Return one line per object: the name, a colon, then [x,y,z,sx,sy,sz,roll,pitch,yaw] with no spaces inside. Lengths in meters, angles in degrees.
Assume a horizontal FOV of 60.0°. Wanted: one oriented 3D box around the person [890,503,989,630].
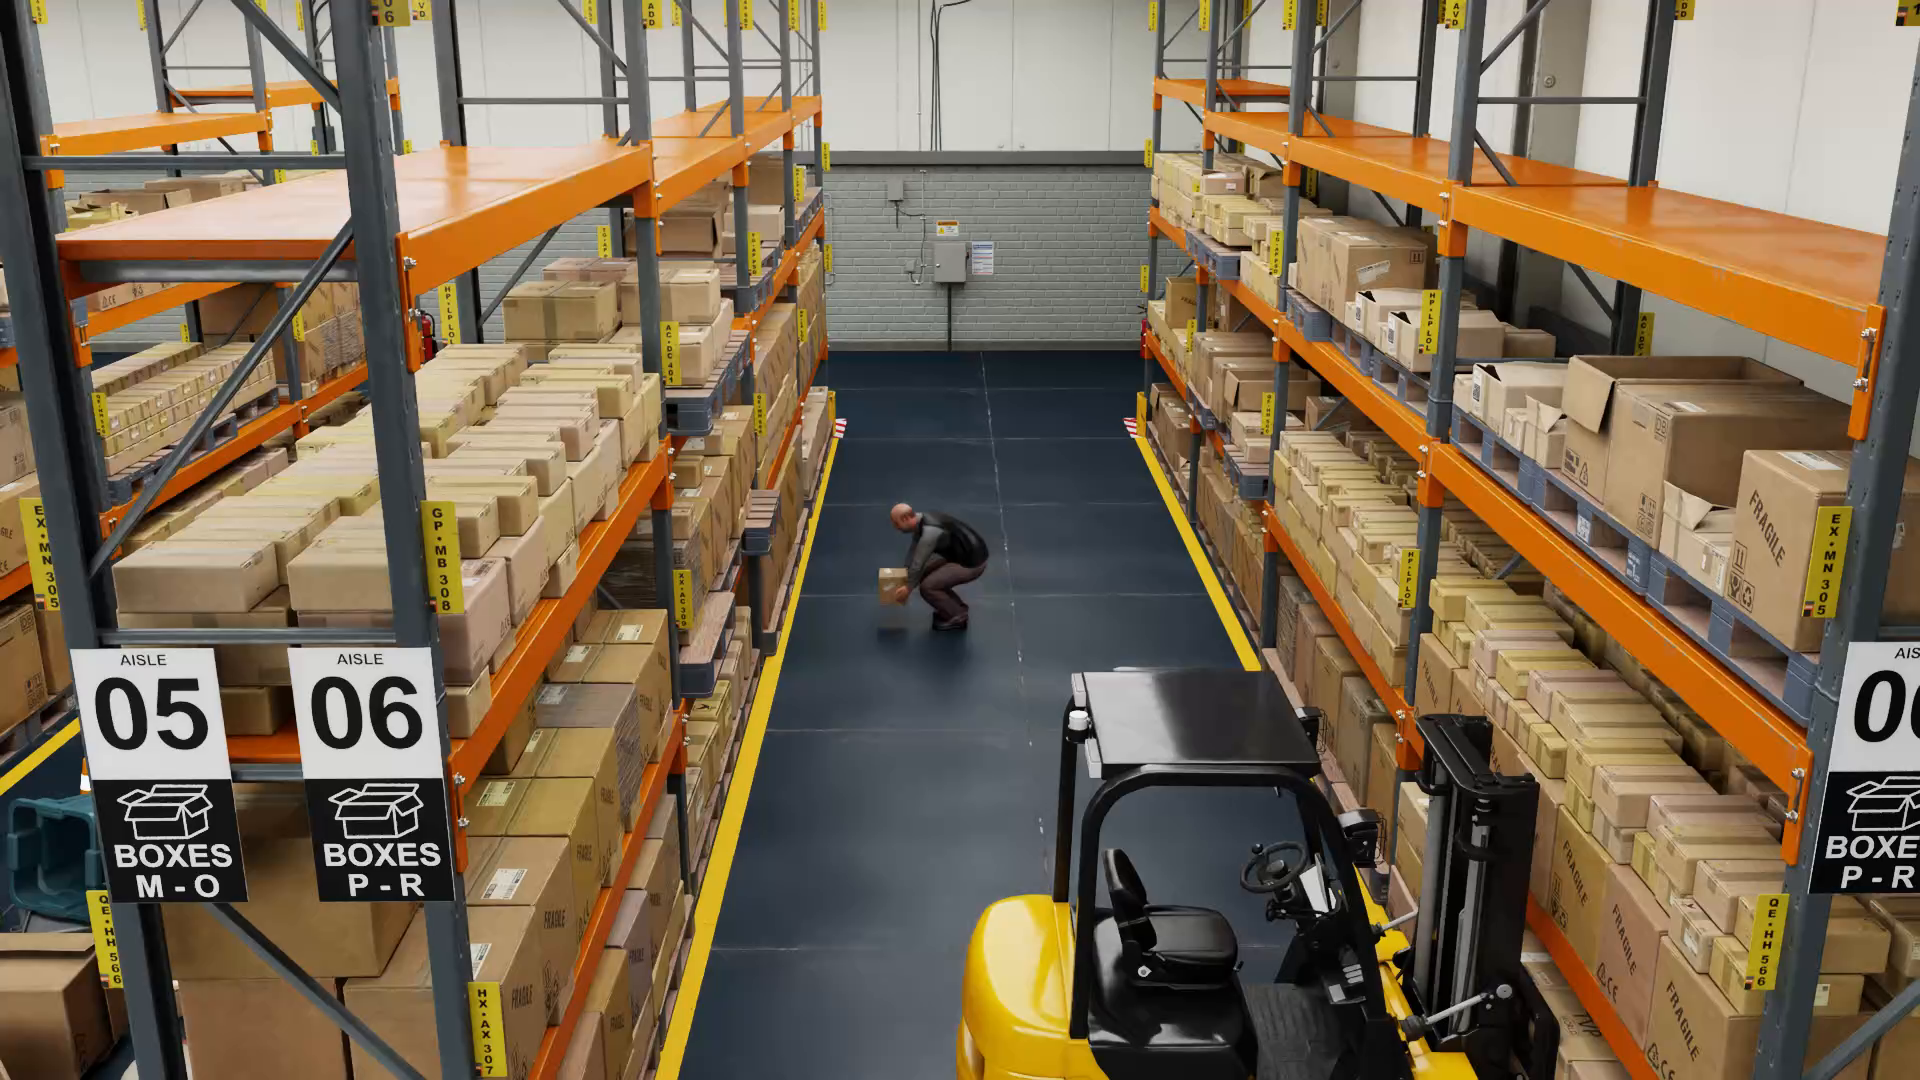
person: [-0.170,0.203,14.023,0.830,1.082,0.556,0,17,-1]
